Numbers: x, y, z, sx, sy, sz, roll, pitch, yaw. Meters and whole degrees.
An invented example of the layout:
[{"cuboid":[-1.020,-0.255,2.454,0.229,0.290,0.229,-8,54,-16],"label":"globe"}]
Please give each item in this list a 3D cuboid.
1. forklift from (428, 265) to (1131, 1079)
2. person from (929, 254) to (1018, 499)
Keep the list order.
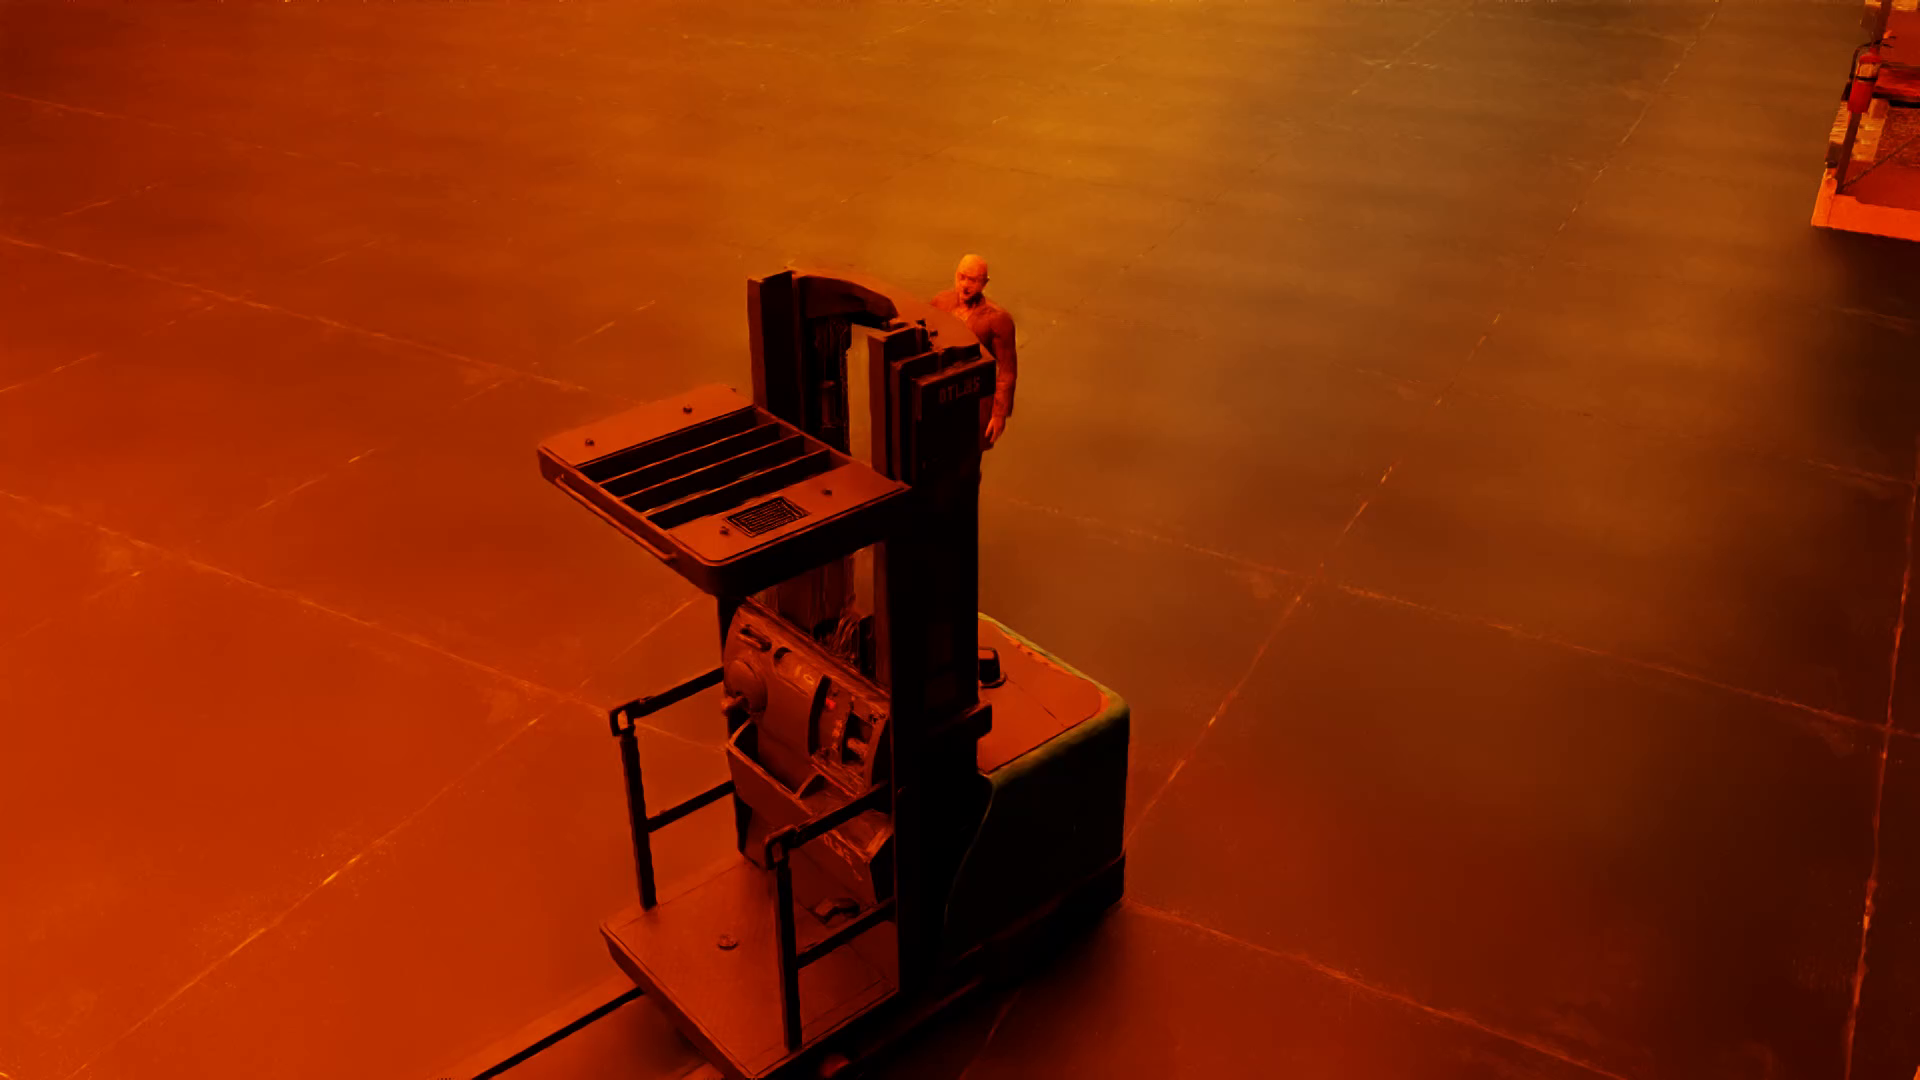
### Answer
[{"cuboid":[-0.735,0.617,6.001,3.031,2.935,1.130,-24,37,-35],"label":"forklift"},{"cuboid":[-0.048,-0.737,9.488,0.694,1.776,0.580,15,33,25],"label":"person"}]
